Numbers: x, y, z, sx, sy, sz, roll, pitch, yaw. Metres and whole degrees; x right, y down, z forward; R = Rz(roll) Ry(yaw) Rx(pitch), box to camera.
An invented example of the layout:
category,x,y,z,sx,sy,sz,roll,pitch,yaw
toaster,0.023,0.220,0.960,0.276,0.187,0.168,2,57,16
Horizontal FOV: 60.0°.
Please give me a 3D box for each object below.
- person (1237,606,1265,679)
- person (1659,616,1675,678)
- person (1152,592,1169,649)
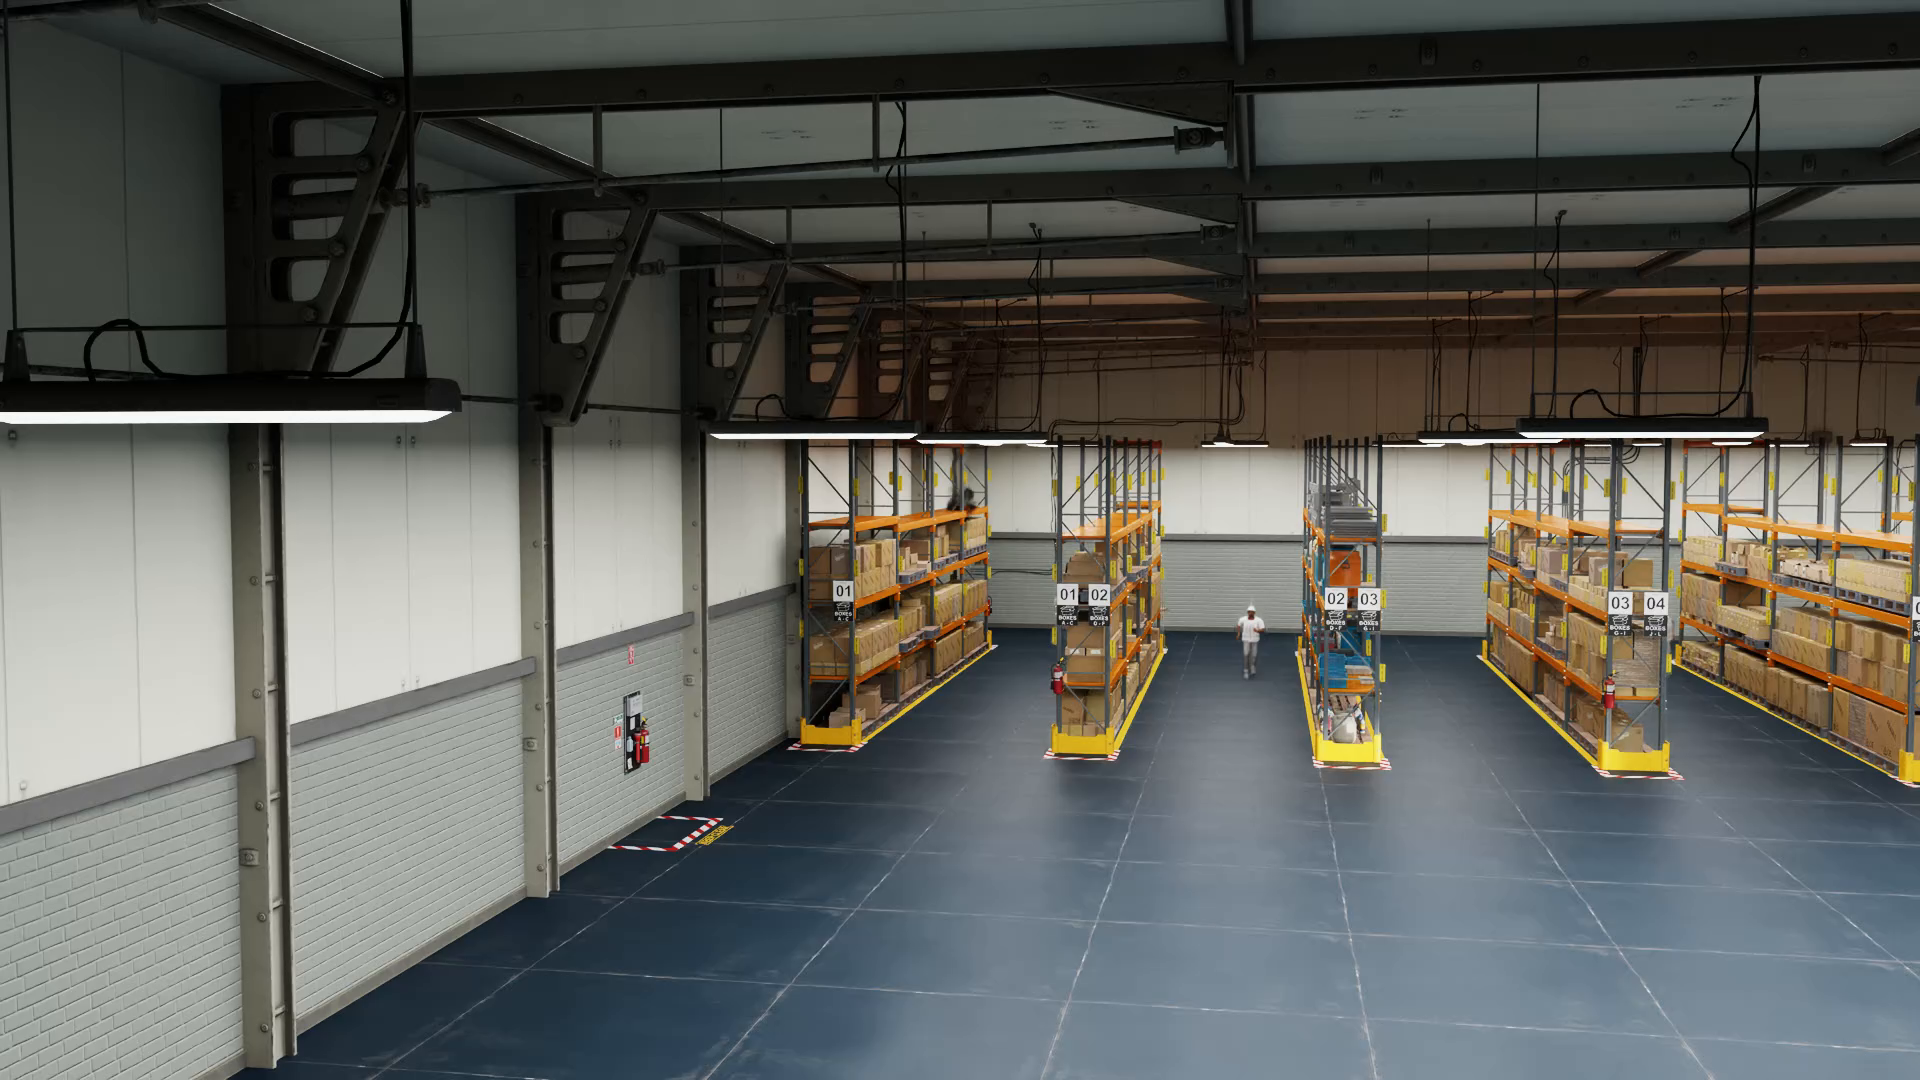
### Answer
category,x,y,z,sx,sy,sz,roll,pitch,yaw
person,7.315,2.550,41.833,0.692,1.779,0.922,1,3,12
person,17.805,2.575,42.142,0.643,1.853,0.862,1,3,13
person,5.676,2.290,48.114,0.801,1.738,0.582,1,3,26
